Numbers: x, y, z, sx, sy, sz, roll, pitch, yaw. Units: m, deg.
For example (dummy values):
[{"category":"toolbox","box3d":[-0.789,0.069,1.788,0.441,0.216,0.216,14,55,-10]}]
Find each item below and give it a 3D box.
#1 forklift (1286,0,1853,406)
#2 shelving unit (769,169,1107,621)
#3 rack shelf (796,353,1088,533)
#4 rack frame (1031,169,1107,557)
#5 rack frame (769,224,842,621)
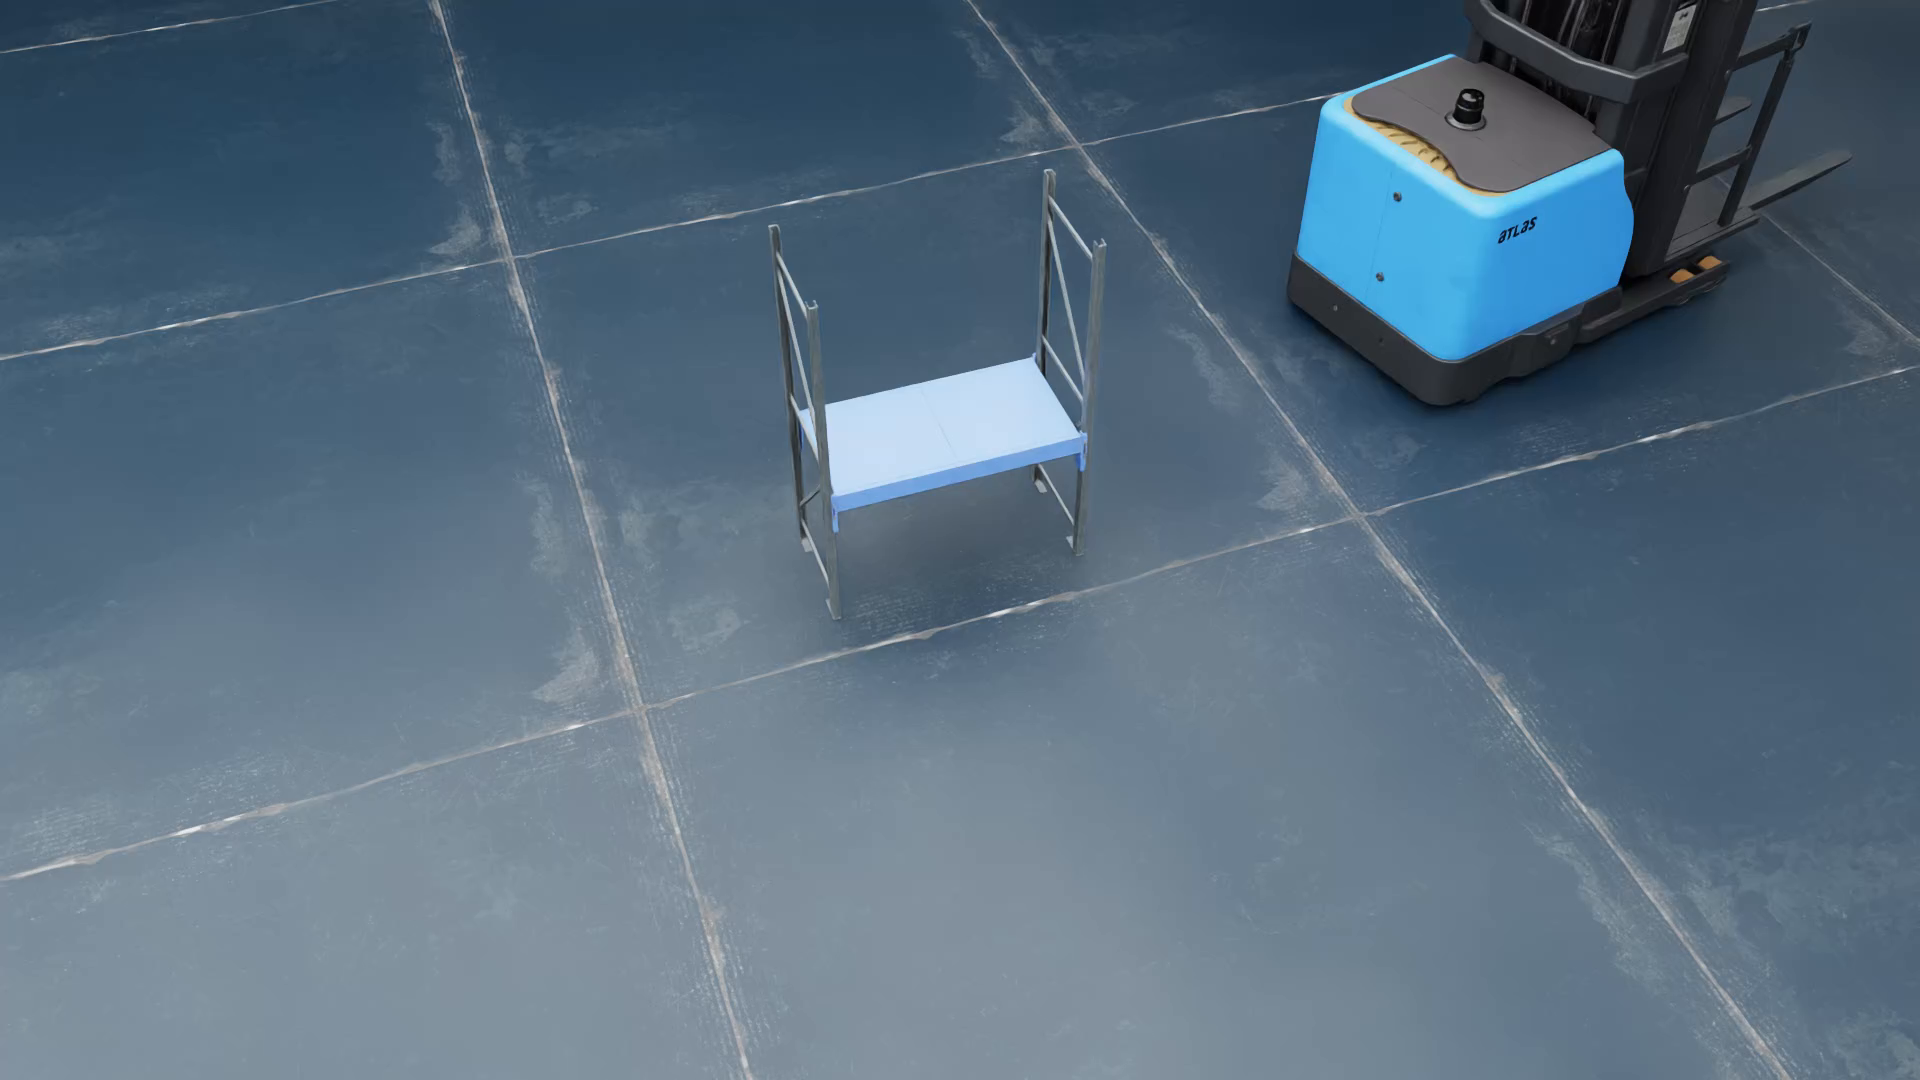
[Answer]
[{"category":"forklift","box3d":[3.046,-2.434,7.106,3.031,2.935,1.130,-25,50,-23]},{"category":"shelving unit","box3d":[-0.080,-0.509,6.198,1.048,1.500,0.538,-14,47,-14]},{"category":"rack shelf","box3d":[-0.080,-0.382,6.326,1.000,0.185,0.538,-14,47,-14]},{"category":"rack frame","box3d":[0.398,-0.631,6.320,0.032,1.500,0.500,-14,47,-14]},{"category":"rack frame","box3d":[-0.558,-0.387,6.076,0.032,1.500,0.500,-14,47,-14]}]
